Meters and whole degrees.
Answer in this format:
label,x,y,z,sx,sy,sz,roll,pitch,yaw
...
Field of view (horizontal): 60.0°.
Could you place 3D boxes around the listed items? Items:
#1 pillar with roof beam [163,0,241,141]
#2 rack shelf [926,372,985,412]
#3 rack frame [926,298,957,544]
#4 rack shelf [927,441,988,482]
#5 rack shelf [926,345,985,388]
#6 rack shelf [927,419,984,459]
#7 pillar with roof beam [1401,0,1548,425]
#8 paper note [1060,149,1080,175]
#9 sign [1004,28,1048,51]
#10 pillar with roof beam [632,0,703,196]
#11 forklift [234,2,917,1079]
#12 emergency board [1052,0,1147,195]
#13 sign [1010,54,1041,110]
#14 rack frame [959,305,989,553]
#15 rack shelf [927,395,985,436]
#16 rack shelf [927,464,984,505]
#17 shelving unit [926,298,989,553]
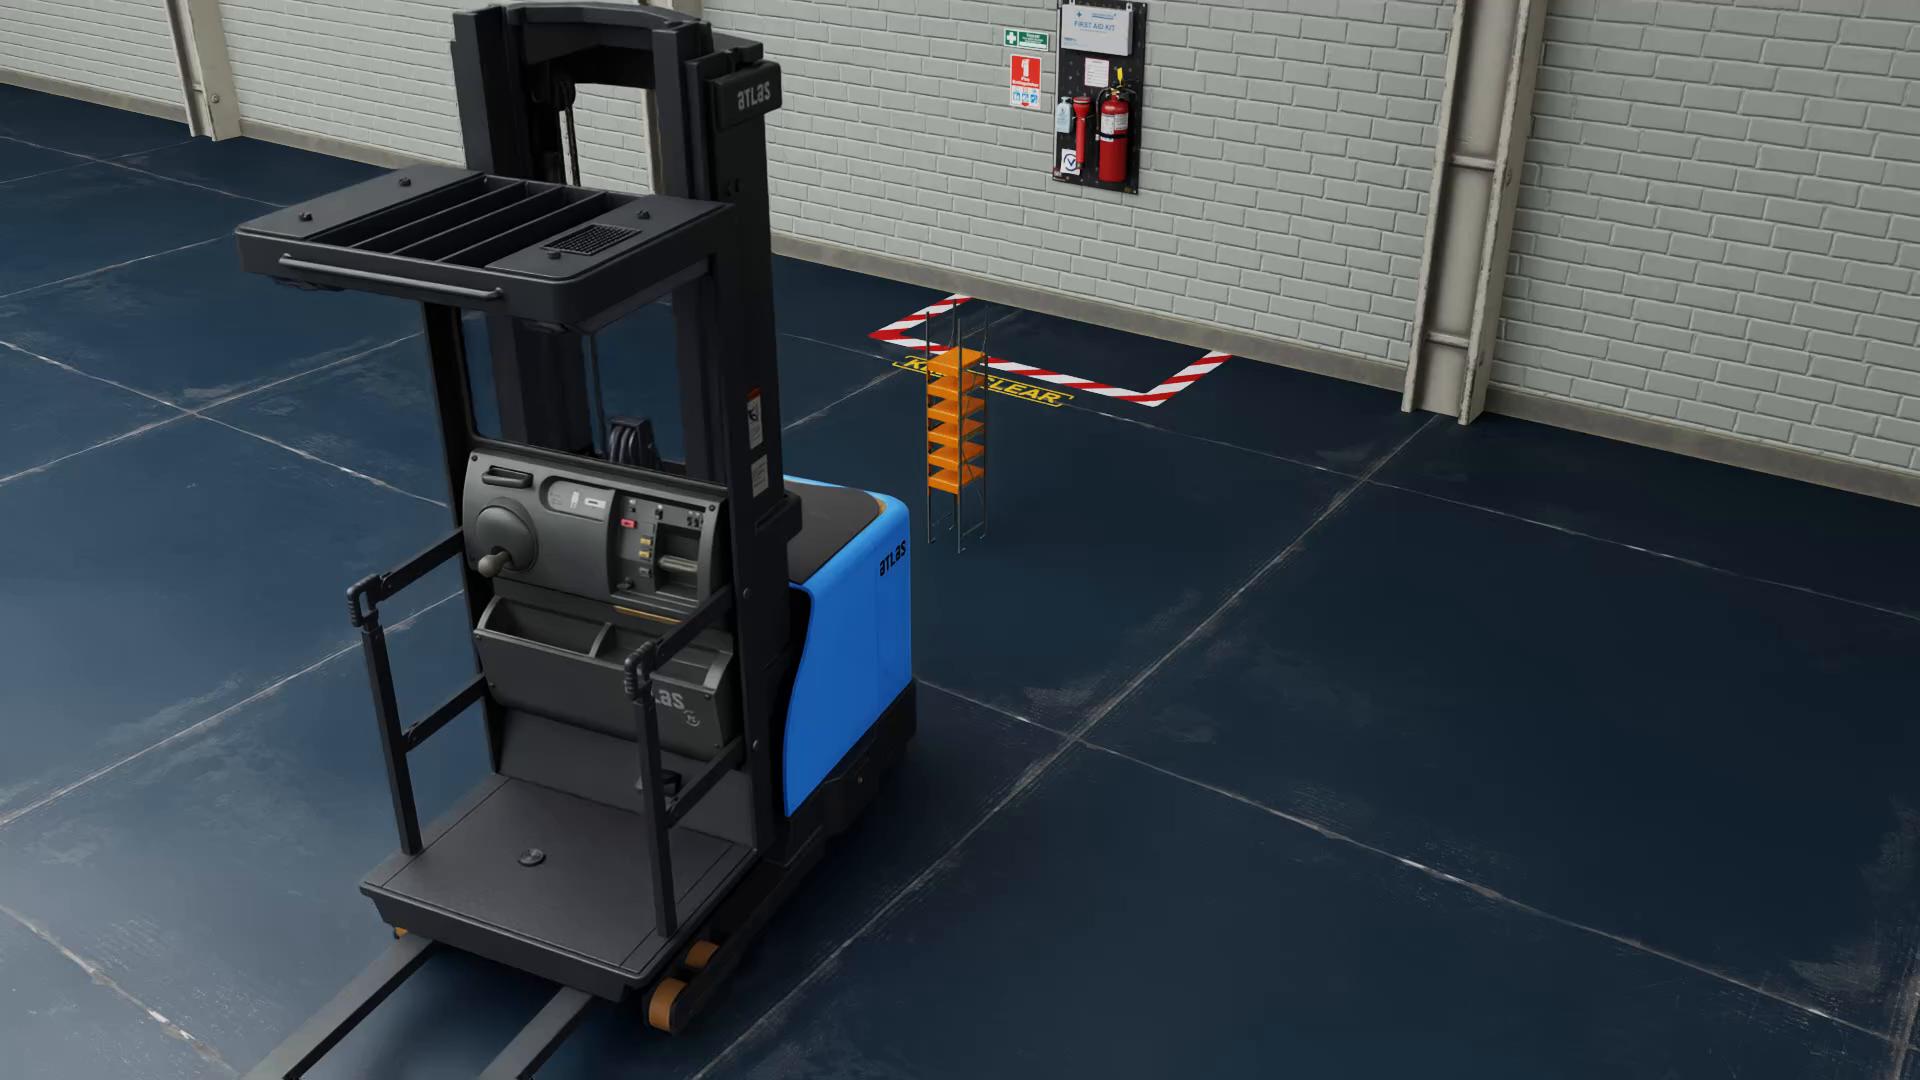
label,x,y,z,sx,sy,sz,roll,pitch,yaw
pillar with roof beam,-9.495,-6.249,10.607,0.400,9.000,9.100,17,32,30
rack shelf,-0.012,-0.713,7.896,0.180,0.103,0.258,17,32,30
rack frame,-0.087,-0.562,8.031,0.006,1.200,0.240,17,32,30
rack shelf,-0.012,-0.392,8.060,0.180,0.103,0.258,17,32,30
rack shelf,-0.012,-0.820,7.842,0.180,0.103,0.258,17,32,30
rack shelf,-0.012,-0.499,8.005,0.180,0.103,0.258,17,32,30
pillar with roof beam,0.396,-3.167,4.552,0.400,9.000,9.100,17,32,30
paper note,0.711,-2.430,10.690,0.142,0.148,0.016,17,32,30
sign,0.420,-3.180,10.568,0.331,0.109,0.001,17,32,30
pillar with roof beam,-4.549,-4.708,7.579,0.400,9.000,9.100,17,32,30
forklift,-1.239,0.014,4.991,1.130,2.935,3.031,12,29,21
emergency board,0.818,-2.752,10.350,0.643,1.169,0.194,17,32,30
sign,0.421,-2.948,10.697,0.234,0.329,0.001,17,32,30
rack frame,0.063,-0.515,7.939,0.006,1.200,0.240,17,32,30
rack shelf,-0.012,-0.606,7.951,0.180,0.103,0.258,17,32,30
rack shelf,-0.012,-0.285,8.114,0.180,0.103,0.258,17,32,30
shelving unit,-0.012,-0.538,7.985,0.189,1.200,0.258,17,32,30
